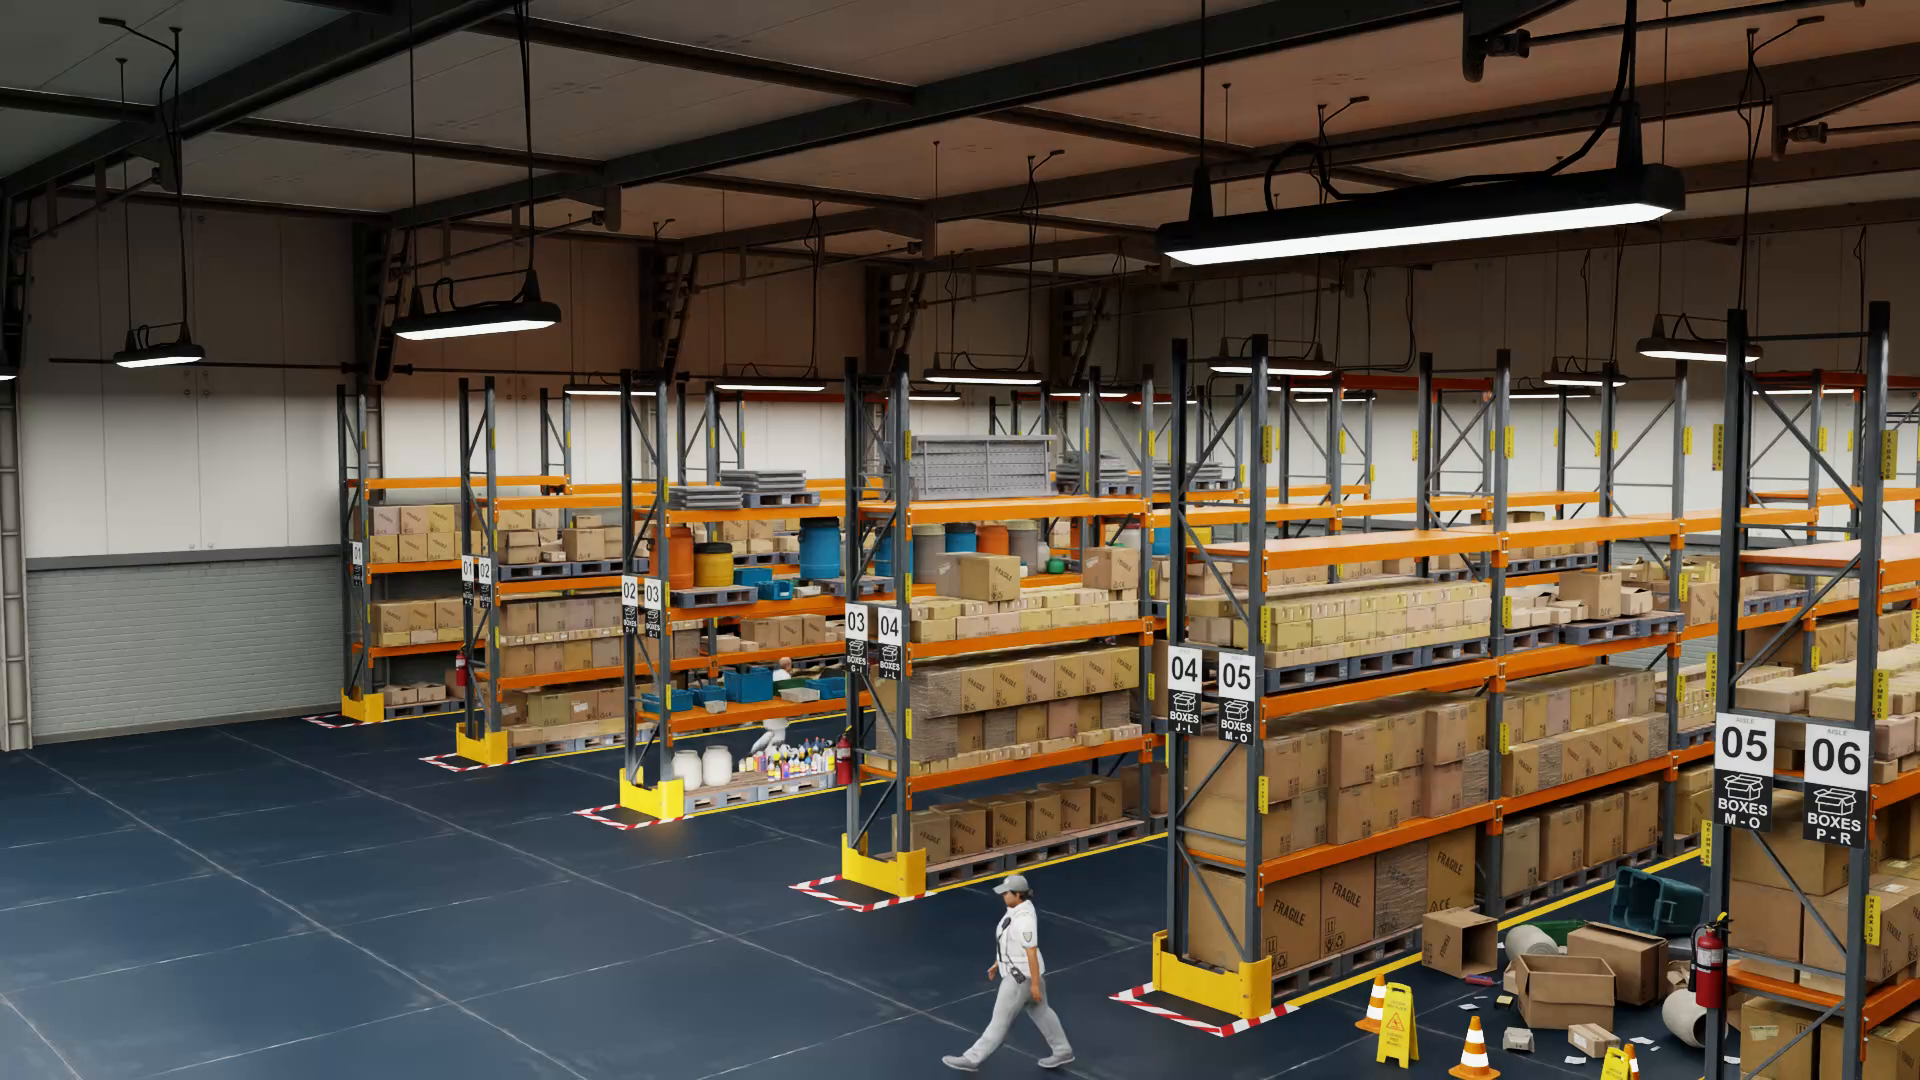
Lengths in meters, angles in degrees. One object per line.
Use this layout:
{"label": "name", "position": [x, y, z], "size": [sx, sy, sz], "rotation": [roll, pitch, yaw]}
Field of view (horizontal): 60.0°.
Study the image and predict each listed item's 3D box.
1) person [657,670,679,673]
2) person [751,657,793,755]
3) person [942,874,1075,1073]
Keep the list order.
{"label": "person", "position": [-5.540, 2.324, 31.088], "size": [0.538, 1.650, 0.786], "rotation": [3, 5, 39]}
{"label": "person", "position": [-2.841, 2.648, 25.676], "size": [0.830, 1.674, 0.672], "rotation": [-3, 5, -40]}
{"label": "person", "position": [0.398, 3.468, 13.360], "size": [1.064, 1.598, 0.504], "rotation": [0, 4, 2]}
